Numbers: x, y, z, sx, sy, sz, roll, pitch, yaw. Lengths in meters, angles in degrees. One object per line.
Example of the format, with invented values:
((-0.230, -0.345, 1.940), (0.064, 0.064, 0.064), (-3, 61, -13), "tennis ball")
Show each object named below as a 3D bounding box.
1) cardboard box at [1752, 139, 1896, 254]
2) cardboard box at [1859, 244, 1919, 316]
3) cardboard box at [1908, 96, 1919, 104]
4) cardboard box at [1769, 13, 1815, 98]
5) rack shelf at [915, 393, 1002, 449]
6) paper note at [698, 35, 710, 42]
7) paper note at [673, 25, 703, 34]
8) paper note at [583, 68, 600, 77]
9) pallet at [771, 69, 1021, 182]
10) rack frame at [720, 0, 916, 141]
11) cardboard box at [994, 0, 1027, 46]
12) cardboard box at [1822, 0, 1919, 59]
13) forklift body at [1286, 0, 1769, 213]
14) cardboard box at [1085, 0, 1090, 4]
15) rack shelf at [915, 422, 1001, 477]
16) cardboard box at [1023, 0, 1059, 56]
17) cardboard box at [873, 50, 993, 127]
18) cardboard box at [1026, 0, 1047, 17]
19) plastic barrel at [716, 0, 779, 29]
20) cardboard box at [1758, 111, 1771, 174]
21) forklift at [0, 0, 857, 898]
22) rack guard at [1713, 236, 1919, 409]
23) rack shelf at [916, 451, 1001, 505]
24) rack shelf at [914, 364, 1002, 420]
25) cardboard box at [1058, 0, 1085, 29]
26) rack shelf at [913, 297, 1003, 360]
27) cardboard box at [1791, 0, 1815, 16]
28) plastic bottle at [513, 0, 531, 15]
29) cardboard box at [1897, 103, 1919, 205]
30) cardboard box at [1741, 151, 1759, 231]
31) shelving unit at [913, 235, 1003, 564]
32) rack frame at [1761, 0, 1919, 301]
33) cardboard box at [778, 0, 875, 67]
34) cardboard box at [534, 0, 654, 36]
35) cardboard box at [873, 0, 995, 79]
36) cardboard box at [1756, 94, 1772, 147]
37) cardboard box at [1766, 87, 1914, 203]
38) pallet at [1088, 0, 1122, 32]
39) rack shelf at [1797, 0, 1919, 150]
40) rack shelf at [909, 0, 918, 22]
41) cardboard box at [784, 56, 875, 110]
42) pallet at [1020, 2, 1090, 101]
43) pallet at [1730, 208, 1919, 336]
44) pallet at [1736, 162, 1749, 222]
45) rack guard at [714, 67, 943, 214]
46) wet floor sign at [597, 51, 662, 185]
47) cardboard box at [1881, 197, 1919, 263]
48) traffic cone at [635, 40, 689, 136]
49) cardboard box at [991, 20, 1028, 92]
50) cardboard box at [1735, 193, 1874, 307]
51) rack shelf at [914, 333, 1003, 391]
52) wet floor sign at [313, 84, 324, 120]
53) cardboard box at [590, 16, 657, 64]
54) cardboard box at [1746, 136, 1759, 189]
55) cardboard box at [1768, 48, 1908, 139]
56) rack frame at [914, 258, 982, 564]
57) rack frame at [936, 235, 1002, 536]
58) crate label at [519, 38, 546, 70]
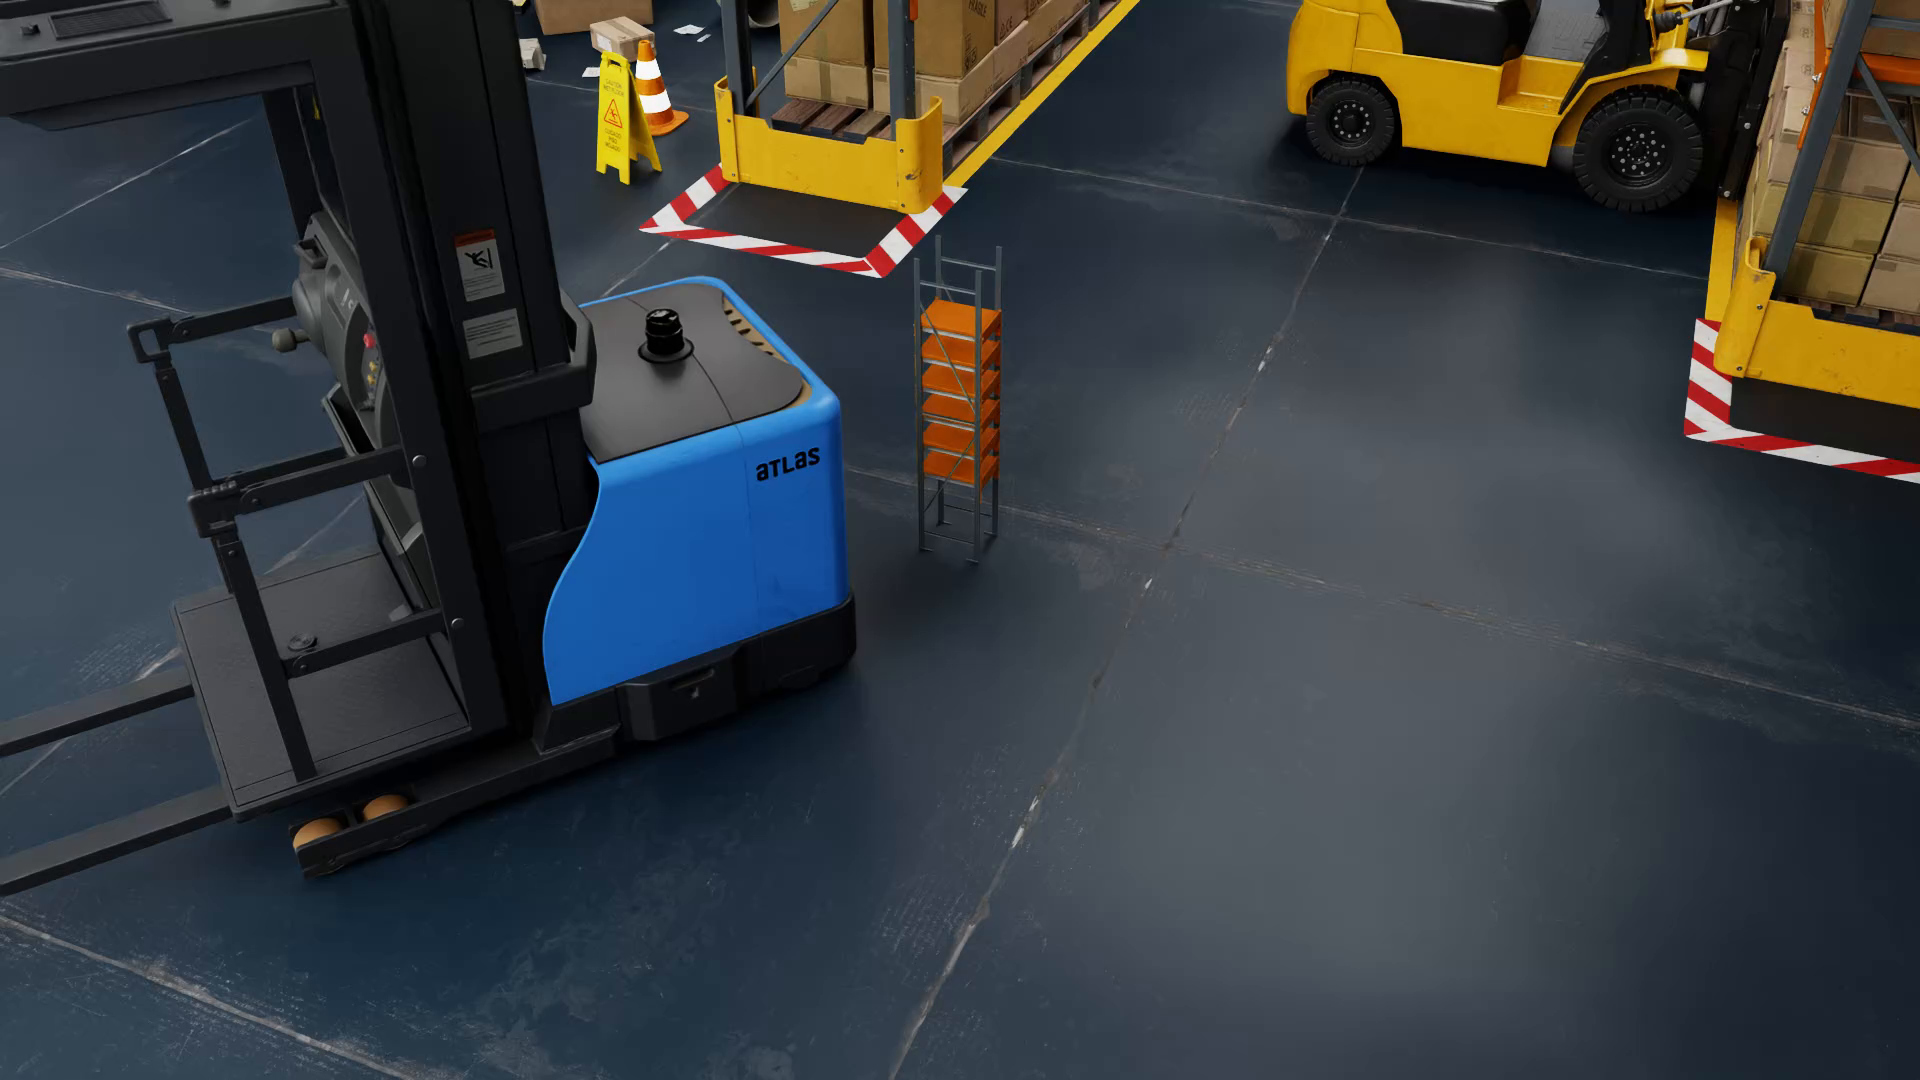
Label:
((3.783, -1.515, 7.299), (0.500, 0.250, 0.500), (13, 39, 17), "cardboard box")
((4.255, -1.201, 7.297), (0.500, 0.250, 0.500), (14, 39, 18), "cardboard box")
((4.432, -1.875, 7.363), (0.500, 0.250, 0.500), (14, 39, 18), "cardboard box")
((4.145, -2.266, 7.887), (0.500, 0.250, 0.500), (14, 39, 18), "cardboard box")
((-0.005, -0.437, 5.907), (0.258, 0.103, 0.180), (14, 39, 18), "rack shelf")
((-1.612, -3.162, 10.472), (0.032, 0.001, 0.123), (14, 39, 18), "paper note")
((-1.724, -3.254, 10.588), (0.148, 0.019, 0.142), (29, 45, 33), "paper note")
((-2.186, -2.823, 10.001), (0.148, 0.019, 0.142), (1, 37, 2), "paper note")
((-0.334, -2.402, 9.288), (1.003, 0.211, 1.213), (14, 39, 18), "pallet")
((-0.705, -3.035, 7.806), (1.000, 3.000, 0.127), (14, 39, 18), "rack frame")
((0.061, -3.090, 9.198), (0.500, 0.500, 0.500), (12, 39, 16), "cardboard box")
((3.831, -2.279, 6.710), (0.500, 0.500, 0.500), (13, 39, 17), "cardboard box")
((2.921, -3.032, 8.510), (2.313, 2.155, 1.214), (14, 39, 18), "forklift body")
((0.647, -3.631, 10.549), (0.500, 0.250, 0.500), (13, 39, 17), "cardboard box")
((-0.006, -0.341, 5.979), (0.258, 0.103, 0.180), (14, 39, 18), "rack shelf")
((0.255, -3.072, 9.800), (0.500, 0.250, 0.500), (16, 40, 21), "cardboard box")
((-0.142, -2.486, 9.016), (0.500, 0.250, 0.500), (14, 39, 17), "cardboard box")
((0.260, -3.366, 9.567), (0.500, 0.500, 0.500), (15, 39, 19), "cardboard box")
((-1.319, -3.492, 10.568), (0.421, 0.421, 0.512), (-17, 40, -22), "plastic barrel")
((3.984, -1.790, 7.667), (0.500, 0.250, 0.500), (13, 39, 17), "cardboard box")
((-1.885, -0.548, 4.534), (3.031, 2.935, 1.130), (-19, 41, -24), "forklift")
((3.878, -0.892, 7.026), (1.175, 0.500, 0.348), (14, 39, 18), "rack guard")
((-0.006, -0.245, 6.050), (0.258, 0.103, 0.180), (14, 39, 18), "rack shelf")
((-0.005, -0.533, 5.835), (0.258, 0.103, 0.180), (14, 39, 18), "rack shelf")
((0.450, -3.351, 10.173), (0.500, 0.250, 0.500), (14, 39, 18), "cardboard box")
((-0.005, -0.725, 5.691), (0.258, 0.103, 0.180), (14, 39, 18), "rack shelf")
((4.345, -2.545, 8.260), (0.500, 0.250, 0.500), (13, 39, 17), "cardboard box")
((-2.902, -3.522, 10.910), (0.133, 0.061, 0.283), (1, 37, 2), "plastic bottle")
((4.245, -1.597, 6.992), (0.500, 0.250, 0.500), (13, 39, 17), "cardboard box")
((3.972, -1.579, 7.803), (0.500, 0.250, 0.500), (14, 39, 18), "cardboard box")
((-0.005, -0.473, 5.880), (0.258, 1.200, 0.189), (14, 39, 18), "shelving unit")
((3.887, -1.907, 6.296), (1.000, 3.000, 0.127), (14, 39, 18), "rack frame")
((-0.641, -2.906, 8.951), (0.500, 0.500, 0.500), (14, 39, 18), "cardboard box")
((-2.378, -3.585, 10.626), (0.797, 0.503, 0.637), (-11, 38, -14), "cardboard box")
((-0.134, -2.800, 8.810), (0.500, 0.500, 0.500), (13, 39, 16), "cardboard box")
((4.161, -2.080, 8.056), (0.500, 0.250, 0.500), (13, 39, 17), "cardboard box")
((3.774, -1.700, 7.130), (0.500, 0.250, 0.500), (15, 39, 19), "cardboard box")
((0.594, -3.753, 11.095), (1.003, 0.211, 1.213), (14, 39, 18), "pallet")
((4.648, -2.726, 7.992), (1.077, 0.370, 4.000), (14, 39, 18), "rack shelf")
((0.056, -3.855, 9.502), (1.077, 0.370, 4.000), (14, 39, 18), "rack shelf")
((-0.637, -2.624, 9.202), (0.500, 0.250, 0.500), (14, 39, 18), "cardboard box")
((0.132, -3.075, 10.188), (1.003, 0.211, 1.213), (14, 39, 18), "pallet")
((4.139, -1.223, 7.710), (1.003, 0.211, 1.213), (14, 39, 18), "pallet")
((4.605, -1.896, 8.610), (1.003, 0.211, 1.213), (14, 39, 18), "pallet")
((-0.676, -2.076, 8.610), (1.175, 0.500, 0.348), (14, 39, 18), "rack guard")
((-1.767, -2.231, 8.696), (0.267, 0.644, 0.232), (29, 45, 33), "wet floor sign")
((4.258, -1.387, 7.128), (0.500, 0.250, 0.500), (15, 39, 19), "cardboard box")
((-1.734, -2.551, 9.277), (0.336, 0.463, 0.334), (14, 39, 18), "traffic cone")
((0.059, -2.767, 9.392), (0.500, 0.250, 0.500), (15, 39, 19), "cardboard box")
((3.774, -1.306, 7.437), (0.500, 0.250, 0.500), (14, 39, 18), "cardboard box")
((-0.005, -0.629, 5.763), (0.258, 0.103, 0.180), (14, 39, 18), "rack shelf")
((-3.501, -2.697, 9.319), (0.267, 0.644, 0.232), (7, 37, 10), "wet floor sign")
((-2.074, -3.079, 10.245), (0.250, 0.149, 0.380), (-25, 43, -29), "cardboard box")
((4.170, -1.854, 8.171), (0.500, 0.250, 0.500), (14, 39, 18), "cardboard box")
((3.963, -1.984, 7.510), (0.500, 0.250, 0.500), (15, 39, 19), "cardboard box")
((-0.040, -0.422, 5.812), (0.240, 1.200, 0.006), (14, 39, 18), "rack frame")
((0.029, -0.523, 5.948), (0.240, 1.200, 0.006), (14, 39, 18), "rack frame")
((-2.648, -2.935, 10.062), (0.250, 0.136, 0.298), (-5, 37, -6), "crate label")
